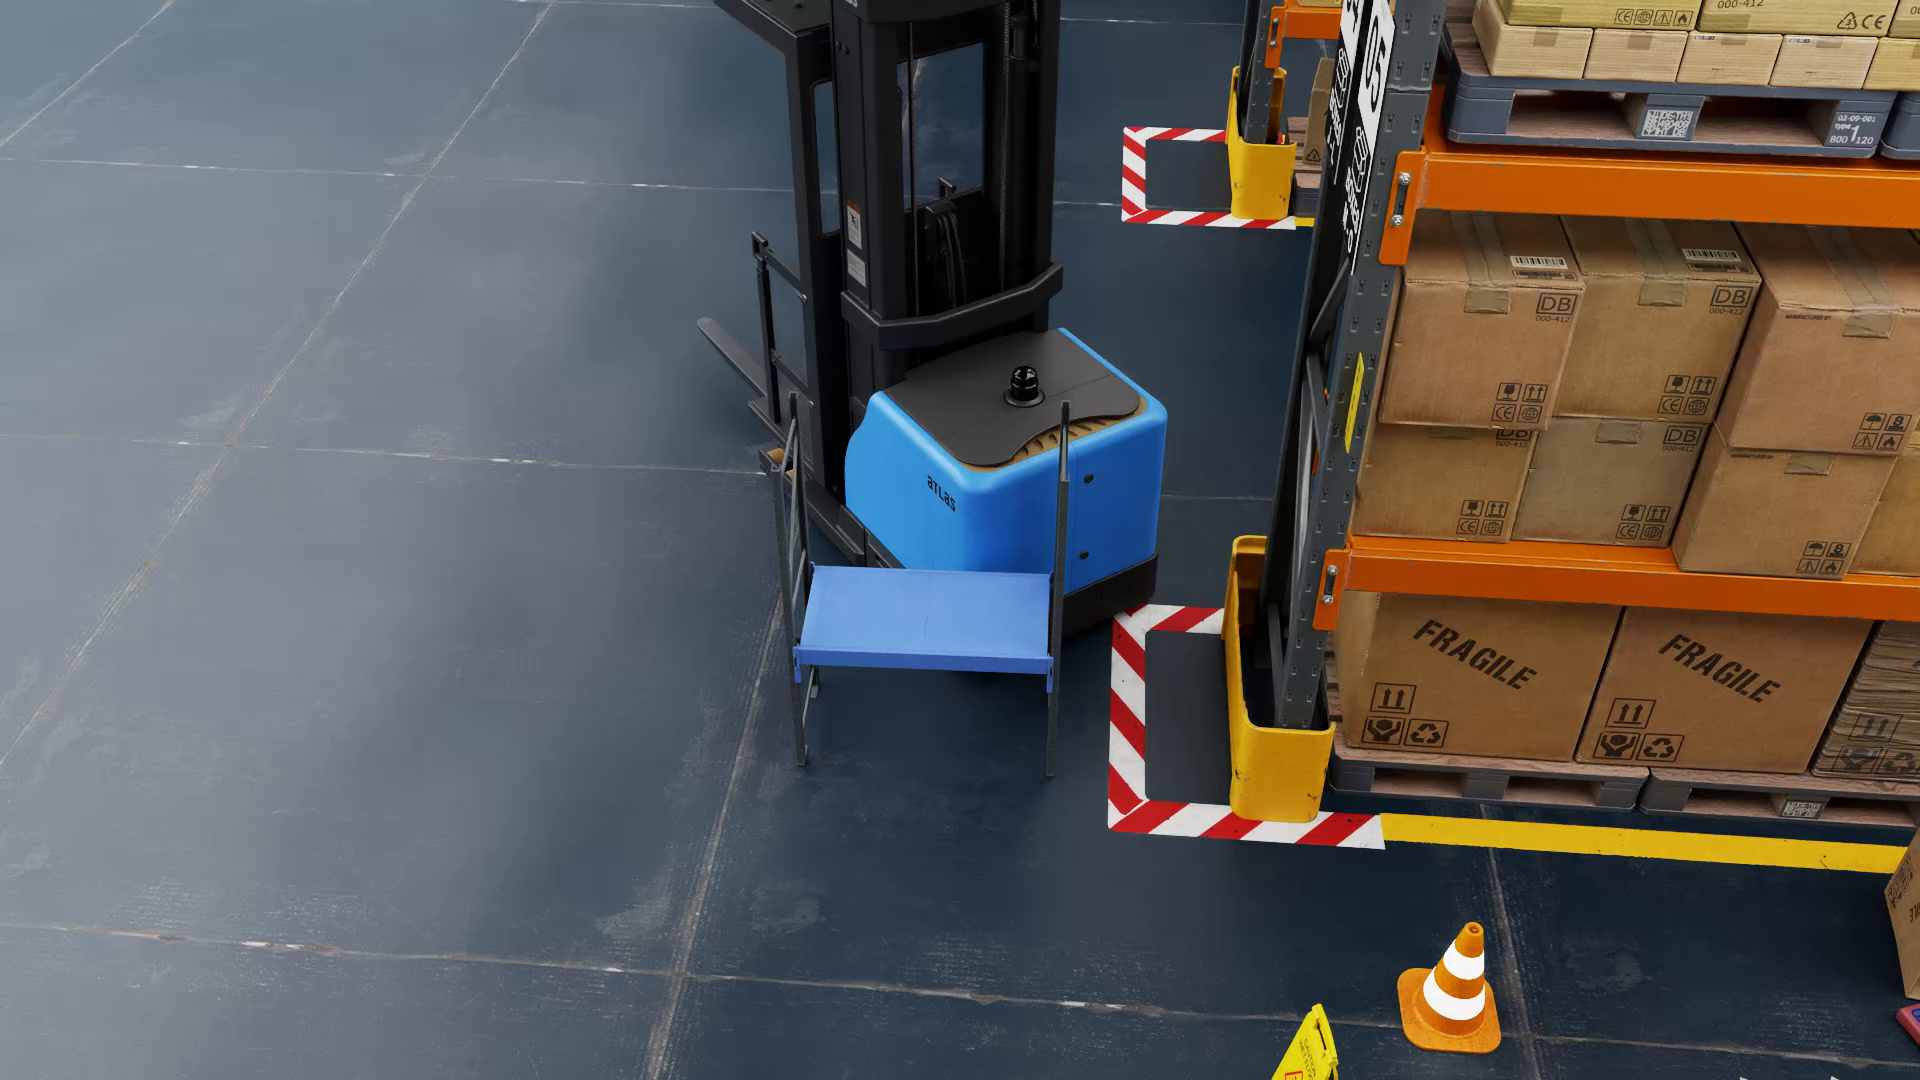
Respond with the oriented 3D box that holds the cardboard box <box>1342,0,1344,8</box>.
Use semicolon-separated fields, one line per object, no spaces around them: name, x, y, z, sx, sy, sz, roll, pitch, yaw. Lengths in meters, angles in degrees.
cardboard box;2.357;-3.245;9.730;0.250;0.149;0.380;3;39;4

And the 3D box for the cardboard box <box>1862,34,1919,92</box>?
cardboard box;2.637;-1.412;4.690;0.250;0.149;0.380;3;39;4

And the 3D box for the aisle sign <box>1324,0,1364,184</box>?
aisle sign;1.273;-1.621;5.476;0.004;0.787;0.394;3;39;4

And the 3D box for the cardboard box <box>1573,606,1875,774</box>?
cardboard box;2.875;0.283;6.547;0.875;0.875;0.875;3;39;3

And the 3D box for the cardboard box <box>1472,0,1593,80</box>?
cardboard box;1.631;-1.467;4.758;0.250;0.149;0.380;3;39;4

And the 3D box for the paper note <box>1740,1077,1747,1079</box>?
paper note;2.692;1.883;5.584;0.142;0.017;0.144;16;42;19

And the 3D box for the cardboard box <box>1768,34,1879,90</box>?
cardboard box;2.387;-1.426;4.708;0.250;0.149;0.380;3;39;4

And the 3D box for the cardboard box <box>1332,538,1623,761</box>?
cardboard box;1.999;0.237;6.604;0.875;0.875;0.875;3;39;4

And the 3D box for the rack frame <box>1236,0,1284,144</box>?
rack frame;1.846;-3.534;9.886;0.127;3.000;1.000;3;39;4

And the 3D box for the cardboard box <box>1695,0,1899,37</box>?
cardboard box;2.282;-1.627;4.639;0.500;0.250;0.500;3;39;3

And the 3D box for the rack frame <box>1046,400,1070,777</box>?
rack frame;0.379;0.220;6.462;0.032;1.500;0.500;2;39;3

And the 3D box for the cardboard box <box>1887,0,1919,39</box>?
cardboard box;2.785;-1.600;4.606;0.500;0.250;0.500;3;39;3

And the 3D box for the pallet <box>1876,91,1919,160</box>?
pallet;3.276;-1.450;5.020;1.213;0.211;1.003;3;39;4

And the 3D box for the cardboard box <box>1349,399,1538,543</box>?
cardboard box;1.691;-0.486;6.023;0.550;0.550;0.875;3;39;4

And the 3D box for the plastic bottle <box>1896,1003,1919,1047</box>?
plastic bottle;3.386;1.735;5.741;0.133;0.061;0.283;-10;40;-12

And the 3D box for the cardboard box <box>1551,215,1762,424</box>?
cardboard box;2.240;-0.880;5.652;0.550;0.550;0.875;3;39;4

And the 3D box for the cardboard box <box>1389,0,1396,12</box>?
cardboard box;2.605;-3.222;9.702;0.250;0.149;0.380;3;39;4

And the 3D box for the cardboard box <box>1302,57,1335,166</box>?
cardboard box;2.467;-2.683;10.488;0.500;0.500;0.500;10;40;12

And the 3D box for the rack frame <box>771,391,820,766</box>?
rack frame;-0.636;0.183;6.508;0.032;1.500;0.500;2;39;3

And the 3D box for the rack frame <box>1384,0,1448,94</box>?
rack frame;1.317;-2.747;4.166;0.127;3.000;1.000;3;39;4

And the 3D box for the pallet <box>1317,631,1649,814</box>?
pallet;2.121;0.656;6.947;1.213;0.211;1.003;3;39;4

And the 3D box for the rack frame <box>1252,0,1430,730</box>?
rack frame;1.317;-0.420;6.060;0.127;3.000;1.000;3;39;4

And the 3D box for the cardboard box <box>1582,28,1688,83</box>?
cardboard box;1.885;-1.454;4.741;0.250;0.149;0.380;3;39;4

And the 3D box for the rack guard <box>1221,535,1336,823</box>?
rack guard;1.293;0.548;6.851;0.348;0.500;1.175;3;39;4

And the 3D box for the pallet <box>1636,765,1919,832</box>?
pallet;3.333;0.724;6.864;1.213;0.211;1.003;3;39;4

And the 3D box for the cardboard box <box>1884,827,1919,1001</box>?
cardboard box;3.667;1.327;5.892;0.500;0.500;0.500;10;40;12

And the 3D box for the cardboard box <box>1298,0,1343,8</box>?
cardboard box;2.109;-3.271;9.762;0.250;0.149;0.380;3;39;4

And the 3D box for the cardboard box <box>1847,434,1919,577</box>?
cardboard box;3.319;-0.358;5.865;0.500;0.550;0.875;3;39;4

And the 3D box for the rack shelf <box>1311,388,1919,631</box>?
rack shelf;3.310;-0.032;6.153;4.000;0.370;1.077;3;39;4

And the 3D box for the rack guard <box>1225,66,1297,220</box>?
rack guard;1.922;-2.560;10.670;0.348;0.500;1.175;3;39;4

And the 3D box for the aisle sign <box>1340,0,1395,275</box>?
aisle sign;1.221;-1.243;5.012;0.004;0.787;0.394;3;39;4

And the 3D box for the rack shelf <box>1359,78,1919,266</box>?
rack shelf;3.310;-1.195;5.207;4.000;0.370;1.077;3;39;4

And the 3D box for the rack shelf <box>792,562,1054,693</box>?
rack shelf;-0.128;0.341;6.599;1.000;0.185;0.538;2;39;3

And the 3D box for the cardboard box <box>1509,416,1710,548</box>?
cardboard box;2.241;-0.470;6.003;0.550;0.550;0.875;3;39;4

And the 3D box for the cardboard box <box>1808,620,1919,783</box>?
cardboard box;3.784;0.334;6.484;0.875;0.875;0.875;3;39;4

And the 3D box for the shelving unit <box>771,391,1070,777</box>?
shelving unit;-0.128;0.201;6.485;1.048;1.500;0.538;2;39;3

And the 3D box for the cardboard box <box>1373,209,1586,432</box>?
cardboard box;1.684;-0.852;5.617;0.550;0.550;0.875;3;39;4

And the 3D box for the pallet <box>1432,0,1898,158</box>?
pallet;2.057;-1.515;5.100;1.213;0.211;1.003;3;39;4

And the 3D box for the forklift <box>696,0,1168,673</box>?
forklift;-0.336;-1.468;7.402;1.130;2.935;3.031;-22;44;-25

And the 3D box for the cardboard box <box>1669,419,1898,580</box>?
cardboard box;2.788;-0.361;5.869;0.550;0.550;0.875;3;39;4

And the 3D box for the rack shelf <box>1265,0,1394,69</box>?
rack shelf;3.839;-3.146;9.979;4.000;0.370;1.077;3;39;4

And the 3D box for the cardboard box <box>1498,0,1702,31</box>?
cardboard box;1.776;-1.654;4.672;0.500;0.250;0.500;3;39;4

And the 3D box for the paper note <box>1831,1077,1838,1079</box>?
paper note;3.012;1.859;5.629;0.123;0.001;0.032;24;45;26

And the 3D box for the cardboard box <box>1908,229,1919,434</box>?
cardboard box;3.325;-0.817;5.574;0.500;0.550;0.875;3;39;4

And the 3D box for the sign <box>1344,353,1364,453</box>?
sign;1.264;-0.438;5.333;0.005;0.325;0.100;3;39;4

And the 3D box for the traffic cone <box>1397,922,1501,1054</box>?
traffic cone;1.724;1.486;5.728;0.334;0.463;0.336;3;39;4

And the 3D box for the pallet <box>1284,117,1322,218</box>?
pallet;2.728;-2.382;10.679;1.213;0.211;1.003;3;39;4

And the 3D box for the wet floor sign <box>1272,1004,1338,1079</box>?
wet floor sign;1.118;1.737;5.275;0.232;0.644;0.267;-3;39;-4

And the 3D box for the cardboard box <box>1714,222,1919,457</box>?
cardboard box;2.786;-0.764;5.509;0.550;0.550;0.875;3;39;4

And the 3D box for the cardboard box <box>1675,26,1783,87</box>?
cardboard box;2.135;-1.440;4.724;0.250;0.149;0.380;3;39;4
